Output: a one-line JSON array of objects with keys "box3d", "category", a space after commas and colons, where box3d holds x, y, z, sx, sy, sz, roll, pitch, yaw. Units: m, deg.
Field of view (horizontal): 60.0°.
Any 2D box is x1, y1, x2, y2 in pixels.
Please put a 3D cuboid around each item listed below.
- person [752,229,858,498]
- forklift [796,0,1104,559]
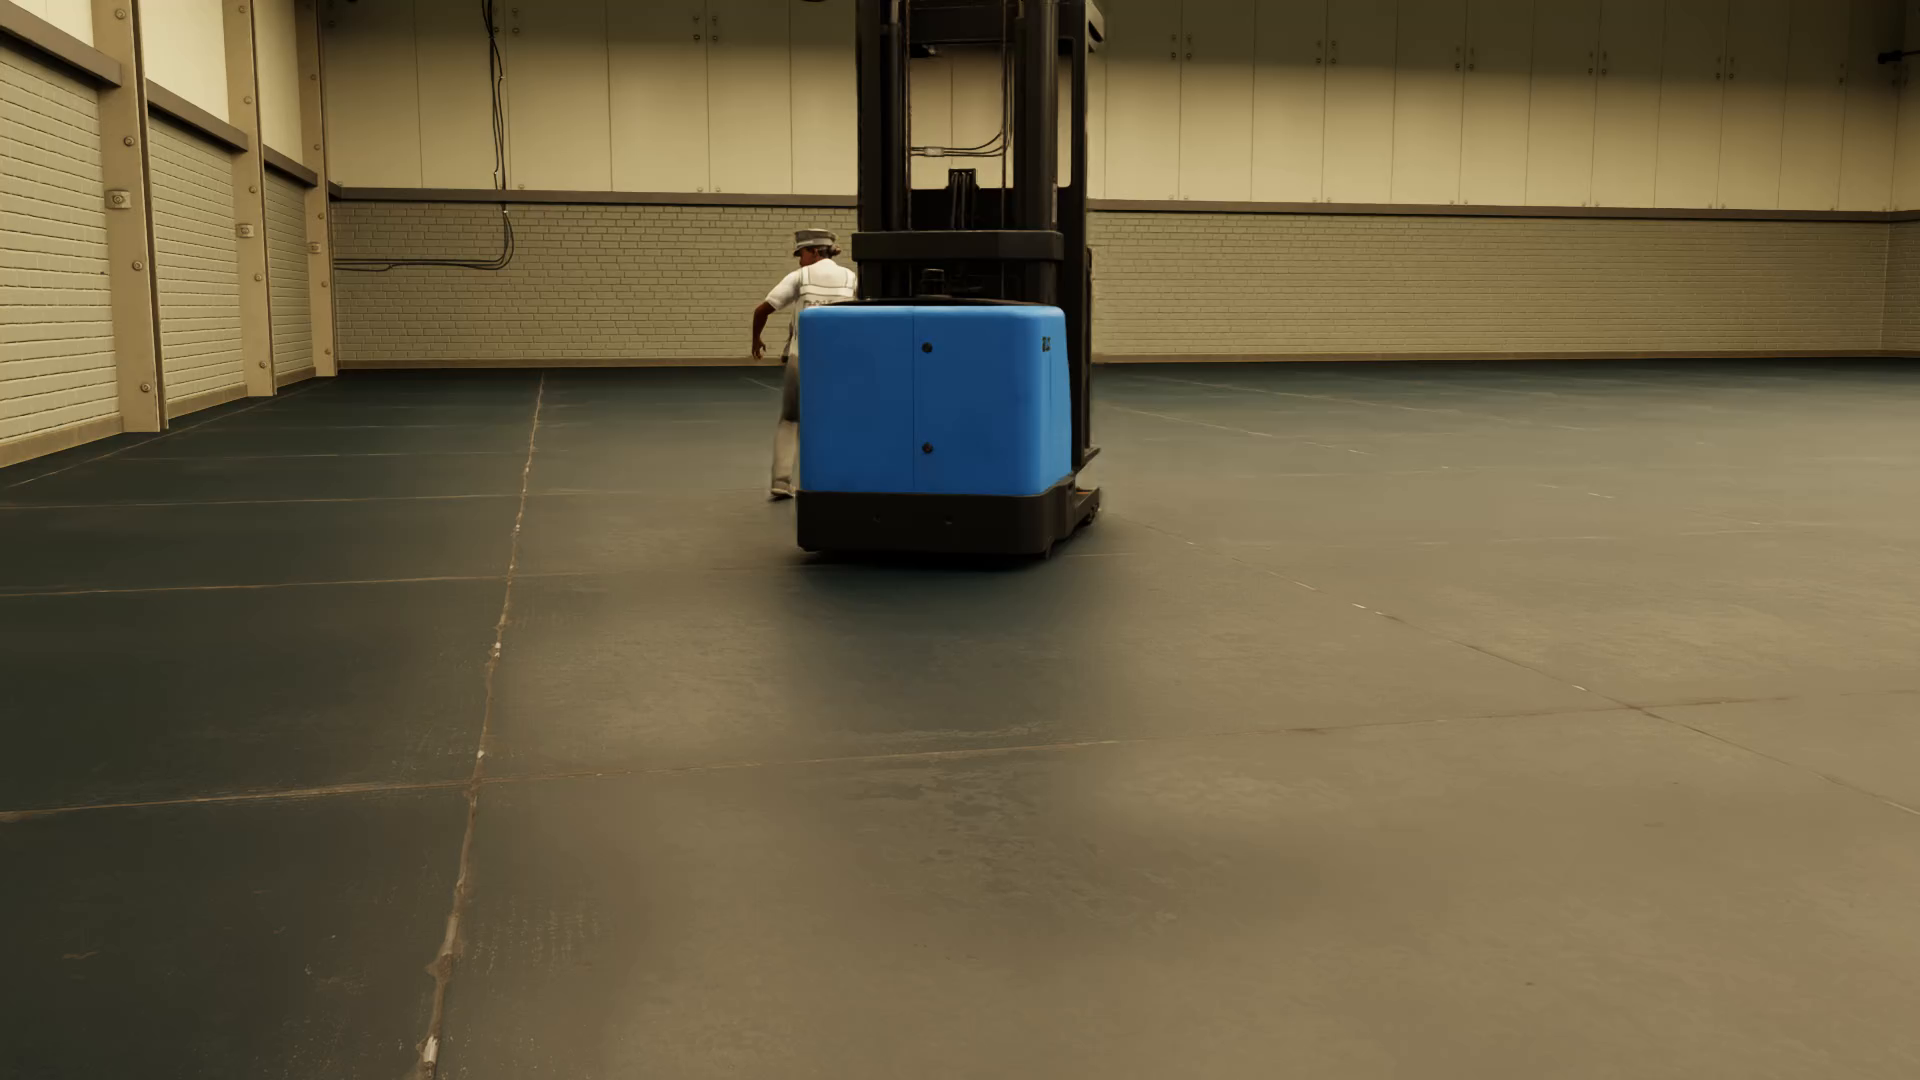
[{"box3d": [-0.732, -0.959, 9.403, 0.884, 1.586, 0.515, -1, 8, -7], "category": "person"}, {"box3d": [0.102, -1.538, 8.119, 1.130, 2.935, 3.031, 2, 8, 11], "category": "forklift"}]
